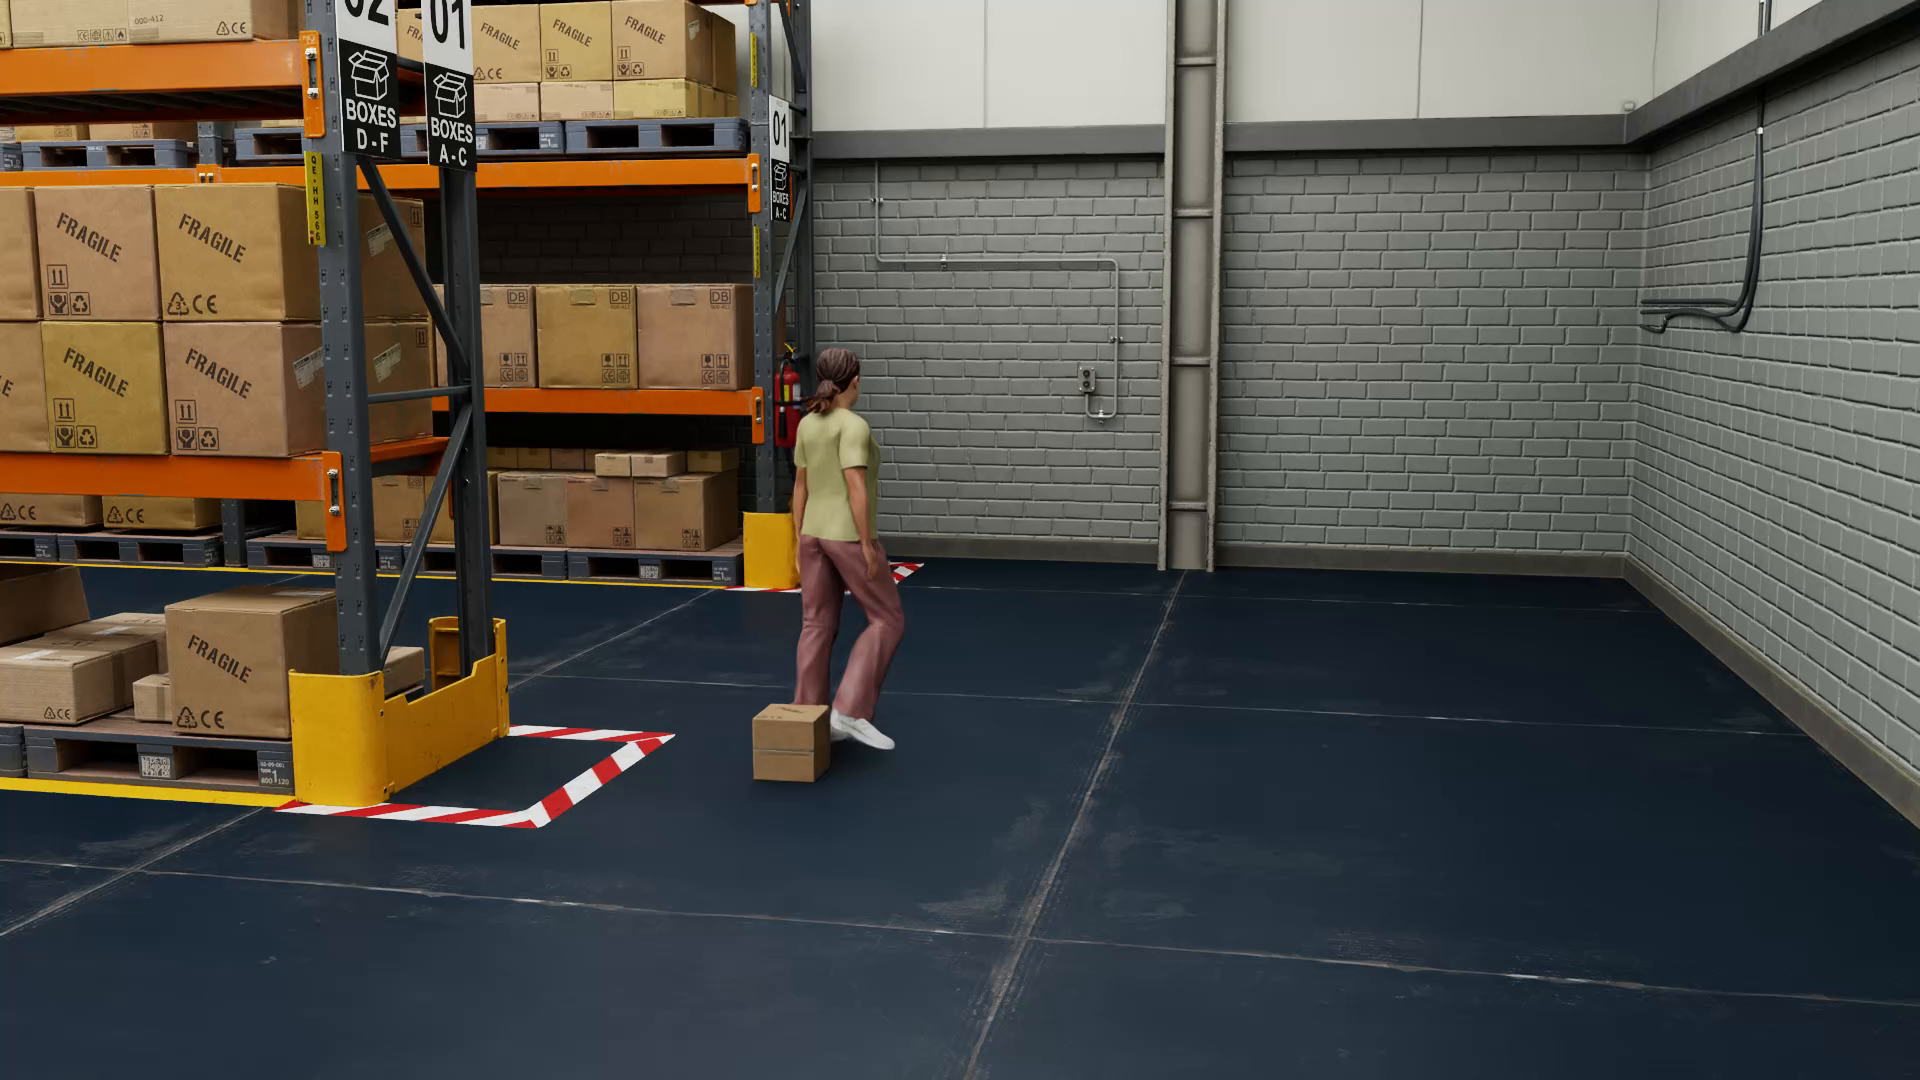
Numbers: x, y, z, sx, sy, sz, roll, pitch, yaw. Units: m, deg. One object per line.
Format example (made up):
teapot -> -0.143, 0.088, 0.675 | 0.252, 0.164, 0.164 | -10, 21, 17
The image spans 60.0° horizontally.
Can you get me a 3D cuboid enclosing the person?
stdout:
person -> -0.498, 0.031, 6.944 | 0.576, 1.661, 0.446 | 8, 11, 43
